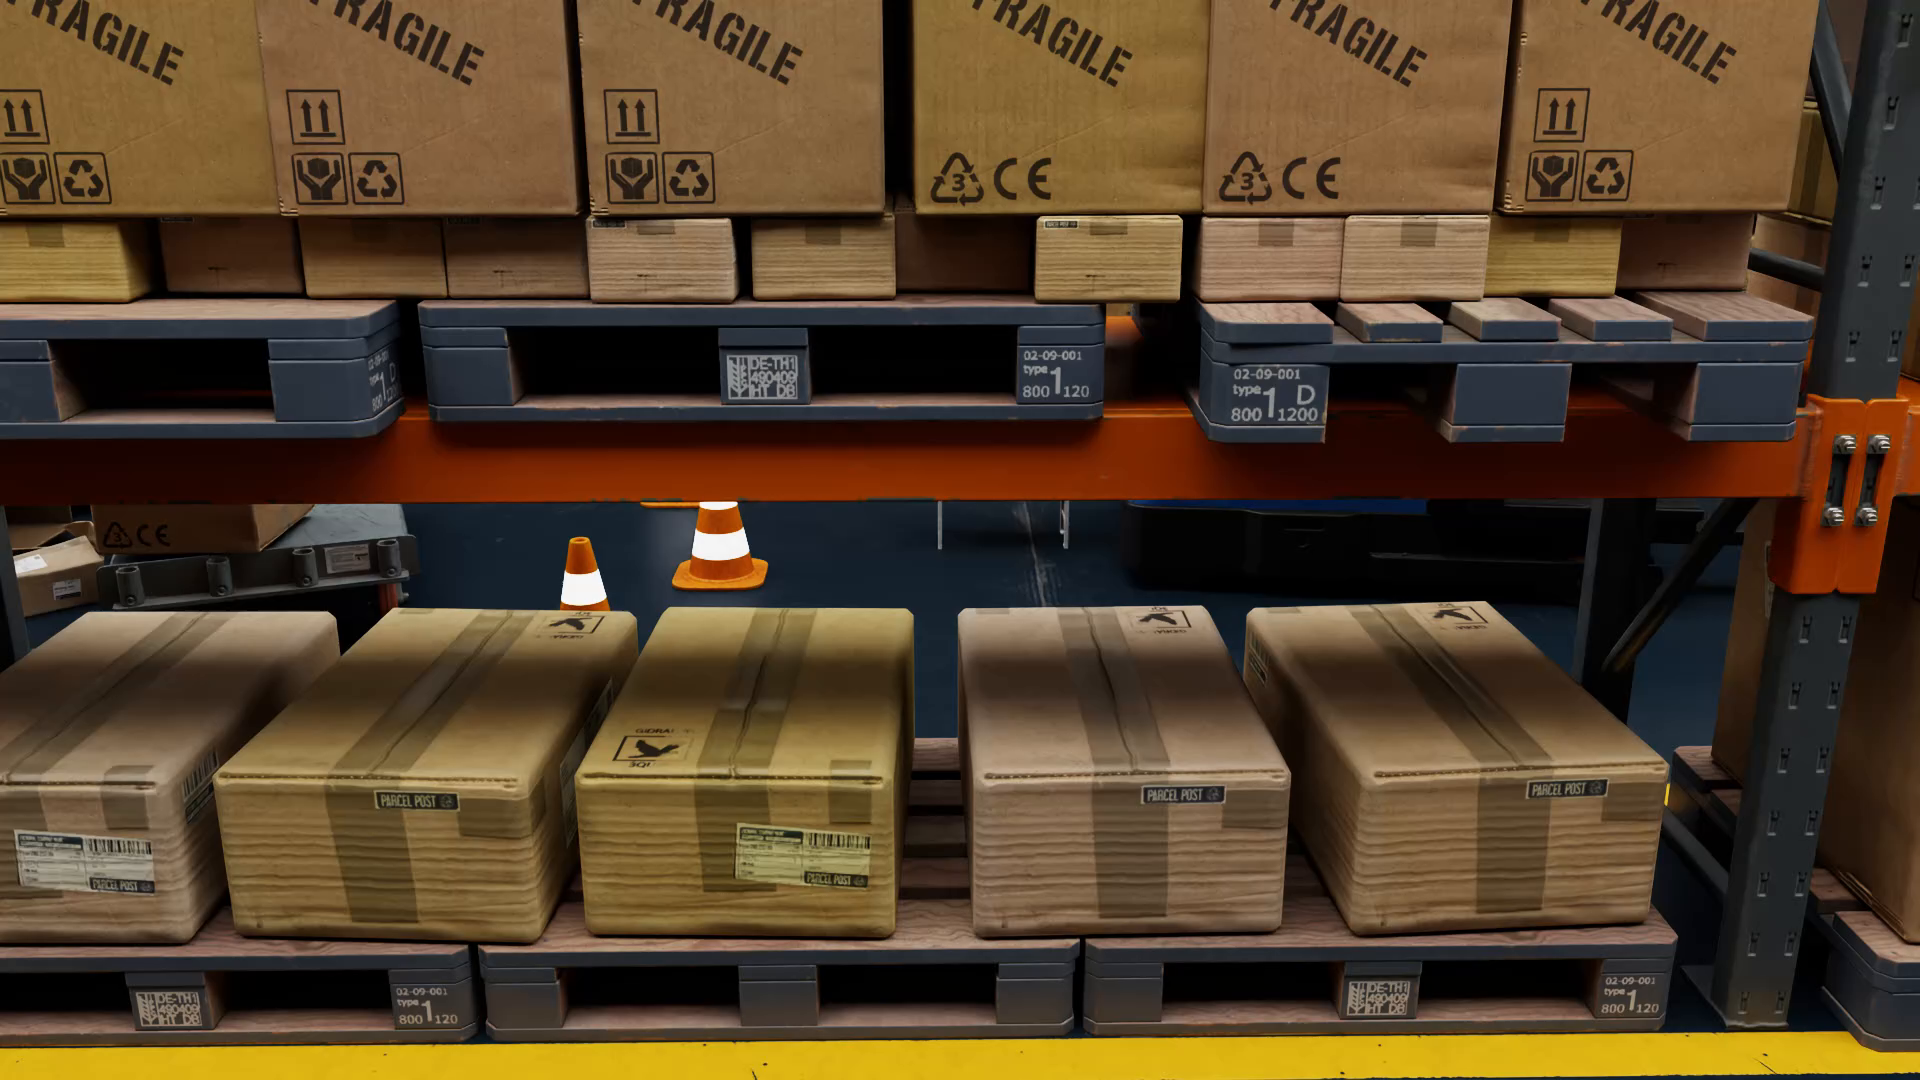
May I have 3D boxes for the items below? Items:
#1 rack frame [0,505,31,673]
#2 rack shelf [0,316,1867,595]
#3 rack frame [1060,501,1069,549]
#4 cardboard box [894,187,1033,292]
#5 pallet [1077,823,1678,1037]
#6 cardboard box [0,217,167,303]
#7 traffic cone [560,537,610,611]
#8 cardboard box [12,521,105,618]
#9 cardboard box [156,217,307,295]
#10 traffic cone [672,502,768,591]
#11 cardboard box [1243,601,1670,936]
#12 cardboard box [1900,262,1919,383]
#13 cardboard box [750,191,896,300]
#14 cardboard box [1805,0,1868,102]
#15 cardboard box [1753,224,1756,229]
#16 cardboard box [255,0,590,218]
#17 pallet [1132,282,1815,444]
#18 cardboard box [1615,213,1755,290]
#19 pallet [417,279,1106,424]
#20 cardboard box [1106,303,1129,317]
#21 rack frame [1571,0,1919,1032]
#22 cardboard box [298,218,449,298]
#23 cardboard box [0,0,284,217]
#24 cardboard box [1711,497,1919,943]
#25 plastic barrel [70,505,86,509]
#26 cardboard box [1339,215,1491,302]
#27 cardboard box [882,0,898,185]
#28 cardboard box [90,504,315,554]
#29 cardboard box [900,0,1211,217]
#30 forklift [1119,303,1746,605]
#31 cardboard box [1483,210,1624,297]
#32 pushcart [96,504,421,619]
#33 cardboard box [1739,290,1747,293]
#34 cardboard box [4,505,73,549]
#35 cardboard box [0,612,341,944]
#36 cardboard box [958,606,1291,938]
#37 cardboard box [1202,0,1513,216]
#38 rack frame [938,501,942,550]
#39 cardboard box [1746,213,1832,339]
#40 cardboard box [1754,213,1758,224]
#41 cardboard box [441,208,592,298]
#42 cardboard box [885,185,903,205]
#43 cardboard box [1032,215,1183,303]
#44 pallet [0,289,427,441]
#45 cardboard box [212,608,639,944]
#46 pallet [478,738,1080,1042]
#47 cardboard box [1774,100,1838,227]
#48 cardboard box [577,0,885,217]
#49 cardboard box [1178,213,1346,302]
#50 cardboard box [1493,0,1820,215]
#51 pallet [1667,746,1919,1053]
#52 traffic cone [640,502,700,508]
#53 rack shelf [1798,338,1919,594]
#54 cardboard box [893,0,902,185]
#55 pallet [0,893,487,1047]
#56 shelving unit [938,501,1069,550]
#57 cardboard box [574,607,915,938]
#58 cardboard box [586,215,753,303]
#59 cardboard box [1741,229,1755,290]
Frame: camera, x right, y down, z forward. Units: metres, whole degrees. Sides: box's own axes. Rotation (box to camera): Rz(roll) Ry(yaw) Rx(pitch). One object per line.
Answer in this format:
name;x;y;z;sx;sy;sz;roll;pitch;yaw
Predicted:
rack frame;-2.374;-0.555;3.366;0.127;3.000;1.000;0;18;-1
rack shelf;-0.374;-0.222;3.506;4.000;0.370;1.077;0;18;-1
rack frame;0.409;-0.573;6.370;0.015;1.200;0.240;0;18;-1
cardboard box;0.004;-0.576;3.155;0.250;0.149;0.380;0;18;0
pallet;0.844;0.757;3.842;1.213;0.211;1.003;0;18;-1
cardboard box;-1.566;-0.540;3.043;0.250;0.149;0.380;0;18;0
traffic cone;-1.156;0.220;5.105;0.334;0.463;0.336;0;18;-1
cardboard box;-3.222;0.096;5.815;0.396;0.266;0.258;-15;23;-39
cardboard box;-1.284;-0.564;3.120;0.250;0.149;0.380;1;18;3
traffic cone;-0.882;-0.087;6.062;0.334;0.463;0.336;0;18;-1
cardboard box;1.061;0.477;3.765;0.625;0.372;0.950;-1;18;-5
cardboard box;2.119;-0.428;3.217;0.500;0.250;0.500;-1;18;-2
cardboard box;-0.246;-0.549;3.073;0.250;0.149;0.380;-1;18;-3
cardboard box;2.139;-1.180;3.515;0.500;0.500;0.500;-1;18;-2
cardboard box;4.191;-1.392;8.154;0.500;0.250;0.500;1;18;2
cardboard box;-0.905;-0.859;2.978;0.500;0.500;0.500;0;18;-1
pallet;0.915;-0.447;3.343;1.003;0.211;1.213;0;18;-1
cardboard box;1.302;-0.581;3.172;0.250;0.149;0.380;0;18;1
pallet;-0.353;-0.461;3.387;1.213;0.211;1.003;0;18;-1
cardboard box;0.836;-1.239;8.494;0.750;0.750;1.050;-1;18;-2
rack frame;1.626;-0.574;3.426;0.127;3.000;1.000;0;18;-1
cardboard box;-1.026;-0.553;3.084;0.250;0.149;0.380;0;18;0
cardboard box;-1.400;-0.861;2.983;0.500;0.500;0.500;0;18;-1
cardboard box;2.318;0.260;3.618;0.875;0.875;0.875;0;18;-1
plastic barrel;-3.663;-0.365;6.993;0.421;0.421;0.512;14;22;37
cardboard box;0.784;-0.543;3.052;0.250;0.149;0.380;0;18;-1
cardboard box;-0.380;-1.022;3.486;0.500;0.500;0.500;-1;18;-3
cardboard box;-2.432;-0.269;5.327;0.500;0.500;0.500;0;18;-1
cardboard box;0.154;-0.867;3.003;0.500;0.500;0.500;-1;18;-5
forklift;2.130;-1.333;5.903;3.031;2.935;1.130;2;18;5
cardboard box;1.035;-0.558;3.099;0.250;0.149;0.380;0;18;0
pushcart;-2.460;-0.002;5.937;0.936;0.377;1.648;-7;19;-20
cardboard box;3.684;-1.030;8.254;0.500;0.500;0.500;-1;18;-2
cardboard box;-3.722;-0.200;6.125;0.503;0.637;0.797;0;18;-1
cardboard box;-1.849;0.493;3.714;0.625;0.372;0.950;0;18;0
cardboard box;0.323;0.483;3.746;0.625;0.372;0.950;-1;18;-2
cardboard box;0.659;-0.870;3.012;0.500;0.500;0.500;-1;18;-2
rack frame;-0.078;-0.571;6.363;0.015;1.200;0.240;0;18;-1
cardboard box;2.127;-0.584;3.704;0.500;0.250;0.500;-1;18;-3
cardboard box;4.171;-1.545;8.631;0.500;0.250;0.500;0;18;1
cardboard box;-0.779;-0.554;3.086;0.250;0.149;0.380;0;18;0
cardboard box;-0.057;-0.698;3.536;0.250;0.149;0.380;0;18;1
cardboard box;0.257;-0.538;3.039;0.250;0.149;0.380;0;18;0
pallet;-1.607;-0.423;3.268;1.213;0.211;1.003;0;18;-1
cardboard box;-1.131;0.489;3.728;0.625;0.372;0.950;1;18;3
pallet;-0.372;0.762;3.826;1.213;0.211;1.003;0;18;-1
cardboard box;2.106;-0.821;3.622;0.500;0.250;0.500;0;18;-1
cardboard box;-0.392;-0.865;2.996;0.500;0.500;0.500;-1;18;-3
cardboard box;0.532;-0.544;3.056;0.250;0.149;0.380;-1;18;-3
cardboard box;1.176;-0.876;3.030;0.500;0.500;0.500;-1;18;-2
pallet;2.415;0.773;3.792;1.213;0.211;1.003;0;18;-1
traffic cone;-1.188;-0.403;7.047;0.334;0.463;0.336;0;18;-1
rack shelf;3.626;-0.241;3.566;4.000;0.370;1.077;0;18;-1
cardboard box;0.120;-1.022;3.486;0.500;0.500;0.500;0;18;0
pallet;-1.595;0.769;3.805;1.213;0.211;1.003;0;18;-1
shelving unit;0.166;-0.572;6.367;0.503;1.200;0.258;0;18;-1
cardboard box;-0.435;0.485;3.740;0.625;0.372;0.950;0;18;1
cardboard box;-0.512;-0.539;3.041;0.250;0.149;0.380;0;18;1
cardboard box;3.663;-1.385;8.133;0.500;0.250;0.500;-1;18;-3
